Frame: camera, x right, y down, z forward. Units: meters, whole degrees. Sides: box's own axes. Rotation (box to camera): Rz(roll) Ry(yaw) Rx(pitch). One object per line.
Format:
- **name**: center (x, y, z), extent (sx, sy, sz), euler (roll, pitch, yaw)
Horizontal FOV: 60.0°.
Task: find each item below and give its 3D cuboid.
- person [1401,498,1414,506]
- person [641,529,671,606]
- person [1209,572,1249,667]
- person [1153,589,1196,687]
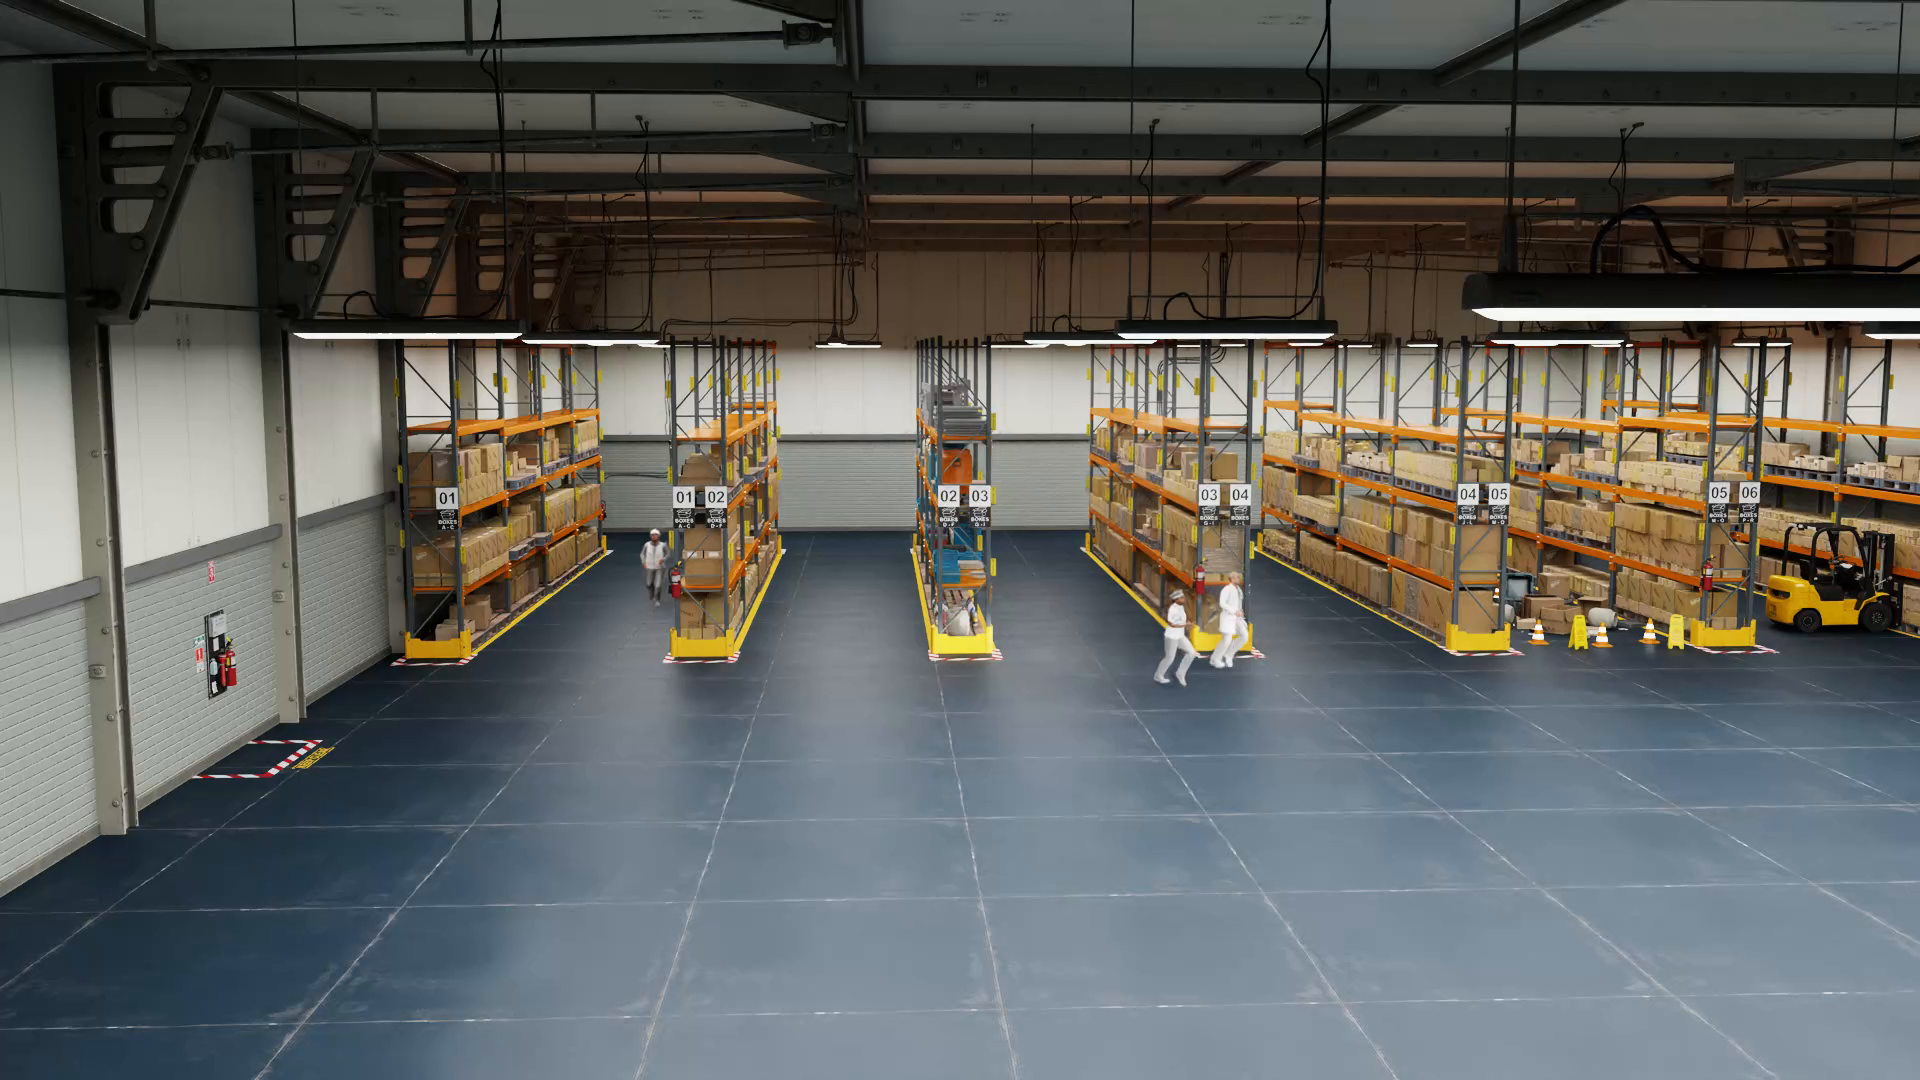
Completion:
- **person**: center (13.208, -0.679, 49.448), extent (0.575, 1.594, 0.620), euler (0, 6, 3)
- **person**: center (-6.845, 0.627, 37.375), extent (0.688, 1.738, 0.593), euler (0, 6, -1)
- **person**: center (4.932, 1.481, 30.181), extent (0.680, 1.637, 0.735), euler (6, 9, 42)
- **person**: center (3.657, 1.674, 28.405), extent (0.745, 1.708, 0.560), euler (4, 8, 31)
